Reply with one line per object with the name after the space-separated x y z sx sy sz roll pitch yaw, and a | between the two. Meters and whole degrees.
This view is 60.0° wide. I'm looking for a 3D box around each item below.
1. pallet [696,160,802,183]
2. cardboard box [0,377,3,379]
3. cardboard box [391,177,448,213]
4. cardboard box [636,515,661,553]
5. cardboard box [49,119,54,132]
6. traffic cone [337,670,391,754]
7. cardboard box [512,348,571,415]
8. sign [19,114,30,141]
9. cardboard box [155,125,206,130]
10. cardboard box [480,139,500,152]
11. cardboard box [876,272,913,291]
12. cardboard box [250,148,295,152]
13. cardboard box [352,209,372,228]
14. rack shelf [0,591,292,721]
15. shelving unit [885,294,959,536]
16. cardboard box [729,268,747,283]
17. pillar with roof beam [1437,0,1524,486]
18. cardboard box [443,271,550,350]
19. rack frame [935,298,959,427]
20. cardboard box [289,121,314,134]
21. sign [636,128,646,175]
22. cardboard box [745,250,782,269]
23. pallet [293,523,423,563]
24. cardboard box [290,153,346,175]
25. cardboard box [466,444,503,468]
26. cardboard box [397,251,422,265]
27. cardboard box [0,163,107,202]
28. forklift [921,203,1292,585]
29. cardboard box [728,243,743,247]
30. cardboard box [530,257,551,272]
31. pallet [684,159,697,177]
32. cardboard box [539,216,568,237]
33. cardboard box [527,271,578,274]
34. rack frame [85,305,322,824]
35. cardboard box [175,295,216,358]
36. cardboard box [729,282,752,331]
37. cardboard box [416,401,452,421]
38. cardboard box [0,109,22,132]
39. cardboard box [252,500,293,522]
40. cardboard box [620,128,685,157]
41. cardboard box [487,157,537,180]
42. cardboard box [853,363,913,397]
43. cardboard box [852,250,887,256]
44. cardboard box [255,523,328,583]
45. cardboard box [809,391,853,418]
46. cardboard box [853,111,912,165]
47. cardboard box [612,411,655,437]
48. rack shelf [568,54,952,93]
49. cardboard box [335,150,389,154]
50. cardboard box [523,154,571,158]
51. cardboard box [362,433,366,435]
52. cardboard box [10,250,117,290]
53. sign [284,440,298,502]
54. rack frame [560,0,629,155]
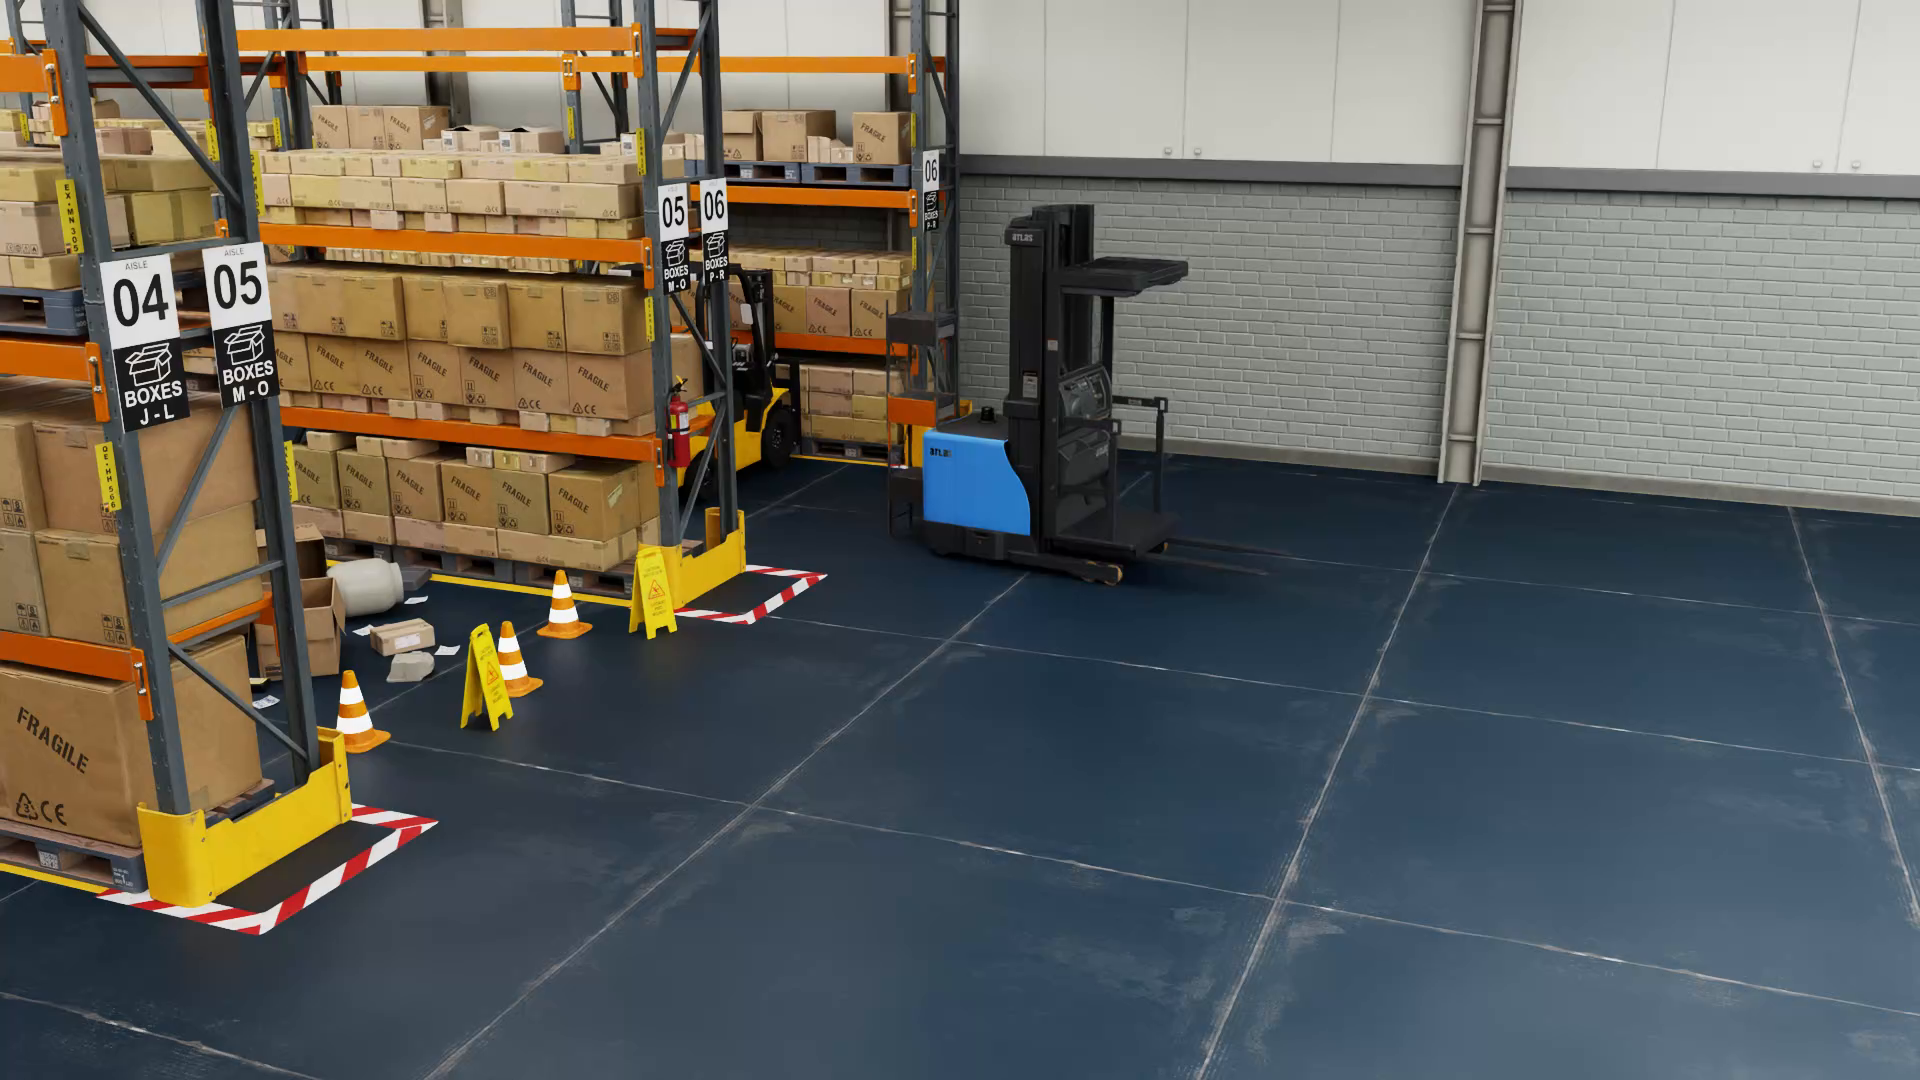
-2.031 -3.947 17.669 1.213 0.211 1.003 6 17 21 | pallet
-5.672 -0.548 8.975 0.500 0.550 0.875 6 17 21 | cardboard box
-4.059 -2.707 12.972 0.500 0.250 0.500 6 17 21 | cardboard box
-2.710 -0.094 13.795 0.500 0.250 0.500 6 17 20 | cardboard box
-11.016 -5.133 20.578 0.250 0.149 0.380 7 17 22 | cardboard box
-3.757 1.032 10.290 0.334 0.463 0.336 6 17 21 | traffic cone
-3.132 -1.286 13.009 0.500 0.500 0.500 6 17 21 | cardboard box
-11.599 -5.121 20.625 0.005 0.325 0.100 6 17 21 | sign
-6.646 -3.490 14.553 0.500 0.250 0.500 6 17 19 | cardboard box
-5.099 -4.358 18.444 0.250 0.149 0.380 6 17 20 | cardboard box
-0.669 -2.668 17.142 0.250 0.149 0.380 7 17 21 | cardboard box
-8.252 -4.522 19.760 0.500 0.250 0.500 6 17 19 | cardboard box
-4.626 -2.588 13.277 0.250 0.149 0.380 6 17 19 | cardboard box
-5.644 0.377 9.286 4.000 0.370 1.077 6 17 21 | rack shelf
-0.322 -1.059 14.554 0.503 2.100 0.431 9 18 27 | shelving unit
-2.334 -2.851 17.770 0.250 0.149 0.380 6 17 19 | cardboard box
3.441 -3.802 11.628 0.400 9.000 9.100 6 17 21 | pillar with roof beam
-3.597 -1.804 13.002 0.500 0.500 0.700 6 17 20 | cardboard box
-0.107 -1.026 14.442 0.015 2.100 0.400 9 18 27 | rack frame
-7.927 -4.977 20.076 0.250 0.149 0.380 6 17 19 | cardboard box
-2.284 -2.782 11.908 0.005 0.325 0.100 6 17 21 | sign
-2.083 -2.986 17.702 0.250 0.149 0.380 7 17 21 | cardboard box
-5.145 -0.069 14.532 1.213 0.211 1.003 6 17 21 | pallet
-5.114 -3.005 13.285 0.250 0.149 0.380 6 17 19 | cardboard box
-3.746 -0.699 13.373 0.250 0.149 0.380 7 18 23 | cardboard box
-6.293 -3.286 19.268 0.250 0.149 0.380 7 17 22 | cardboard box
-4.222 -1.663 7.730 0.250 0.149 0.380 6 17 21 | cardboard box
1.214 -1.210 13.584 3.031 2.935 1.130 9 18 27 | forklift
-2.598 -3.202 18.447 0.250 0.149 0.380 6 17 20 | cardboard box
-4.611 -3.114 18.676 0.250 0.149 0.380 6 17 20 | cardboard box
-3.162 -4.073 18.101 1.213 0.211 1.003 6 17 21 | pallet
-2.974 -2.395 12.614 0.250 0.149 0.380 7 18 22 | cardboard box
-4.515 -2.907 18.680 0.500 0.250 0.500 6 17 19 | cardboard box
-3.784 0.236 8.481 0.127 3.000 1.000 6 17 21 | rack frame
-6.296 -1.848 14.192 0.500 0.500 0.500 6 17 20 | cardboard box
-2.226 -2.533 17.838 0.500 0.500 0.500 6 17 21 | cardboard box
-4.176 -1.080 13.463 0.250 0.149 0.380 6 17 20 | cardboard box
-11.965 -5.314 21.057 0.500 0.250 0.500 6 17 21 | cardboard box
-6.271 -0.460 14.839 0.625 0.372 0.950 7 17 21 | cardboard box
-3.280 -4.254 17.795 0.500 0.311 0.500 7 17 22 | cardboard box
-3.396 -2.843 12.726 0.250 0.149 0.380 6 17 21 | cardboard box
-0.787 -1.674 17.443 0.500 0.250 0.500 7 18 22 | cardboard box
-0.960 -2.997 17.740 0.250 0.149 0.380 7 17 22 | cardboard box
-5.285 0.194 13.103 0.500 0.500 0.500 -9 18 -27 | cardboard box
-1.274 -1.490 17.708 0.500 0.250 0.500 6 17 20 | cardboard box
-0.745 -4.066 16.808 0.500 0.500 0.500 7 18 22 | cardboard box
-2.488 -0.920 12.914 0.250 0.149 0.380 7 18 22 | cardboard box
-2.104 -4.894 17.399 4.000 0.370 1.077 6 17 21 | rack shelf
-4.928 -3.138 13.742 0.250 0.149 0.380 7 17 22 | cardboard box
-3.239 -2.959 13.126 0.250 0.149 0.380 6 17 20 | cardboard box
-5.134 -0.718 14.600 0.500 0.500 0.500 6 17 20 | cardboard box
-4.217 -1.280 7.840 0.250 0.149 0.380 6 17 21 | cardboard box
-3.575 -0.361 8.843 0.005 0.325 0.100 6 17 21 | sign
-3.965 -5.636 17.947 0.127 3.000 1.000 6 17 21 | rack frame
